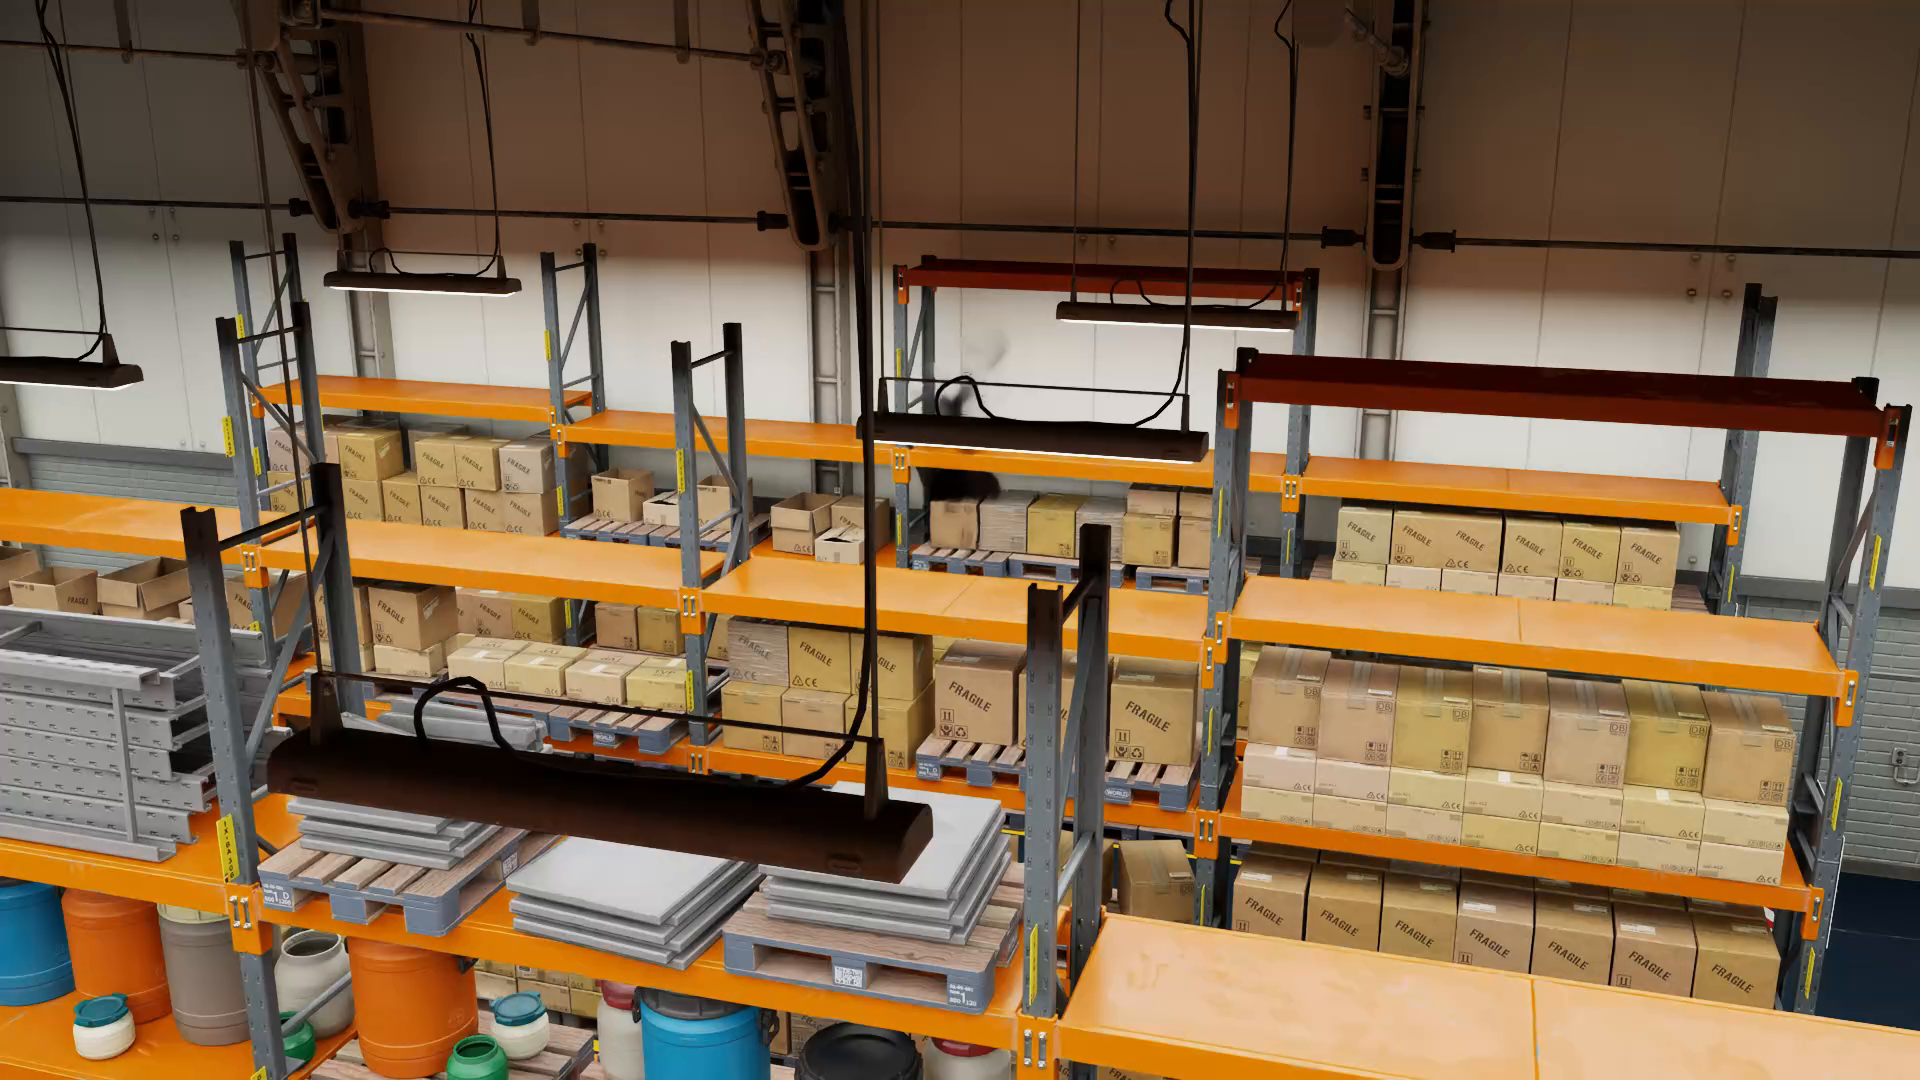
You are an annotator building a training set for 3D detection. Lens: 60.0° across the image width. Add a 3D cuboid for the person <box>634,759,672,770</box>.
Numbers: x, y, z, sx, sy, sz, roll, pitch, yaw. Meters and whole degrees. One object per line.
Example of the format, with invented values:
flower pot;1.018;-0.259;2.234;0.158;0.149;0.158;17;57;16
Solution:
person;-3.065;2.424;16.482;0.588;1.608;0.592;3;16;9
